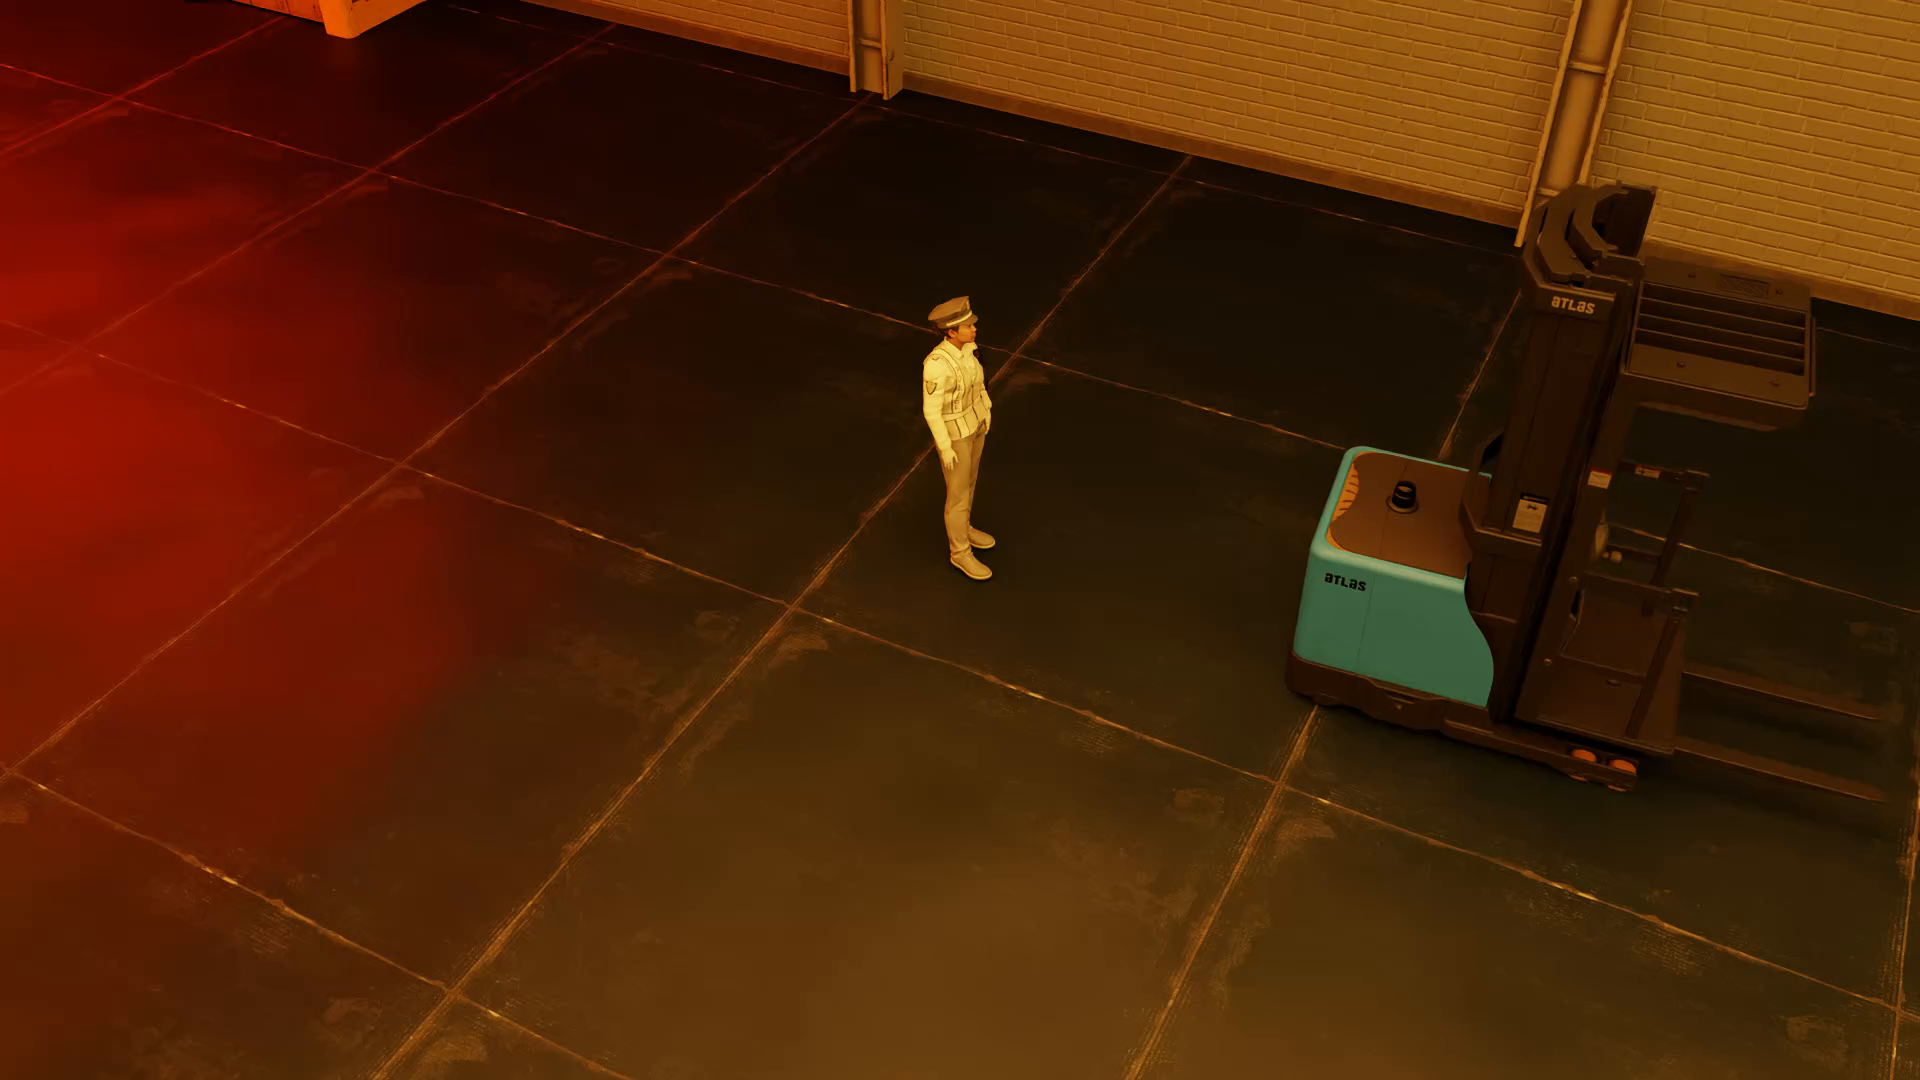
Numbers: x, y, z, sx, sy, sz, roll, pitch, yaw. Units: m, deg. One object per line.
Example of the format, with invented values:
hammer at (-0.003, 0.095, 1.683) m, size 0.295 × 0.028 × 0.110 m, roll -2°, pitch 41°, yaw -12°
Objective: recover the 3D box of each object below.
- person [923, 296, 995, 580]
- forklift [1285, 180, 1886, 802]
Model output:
person at (0.058, -0.630, 9.683) m, size 0.531 × 1.695 × 0.587 m, roll 18°, pitch 43°, yaw 21°
forklift at (3.371, -0.199, 8.223) m, size 3.031 × 2.935 × 1.130 m, roll 14°, pitch 42°, yaw 17°
